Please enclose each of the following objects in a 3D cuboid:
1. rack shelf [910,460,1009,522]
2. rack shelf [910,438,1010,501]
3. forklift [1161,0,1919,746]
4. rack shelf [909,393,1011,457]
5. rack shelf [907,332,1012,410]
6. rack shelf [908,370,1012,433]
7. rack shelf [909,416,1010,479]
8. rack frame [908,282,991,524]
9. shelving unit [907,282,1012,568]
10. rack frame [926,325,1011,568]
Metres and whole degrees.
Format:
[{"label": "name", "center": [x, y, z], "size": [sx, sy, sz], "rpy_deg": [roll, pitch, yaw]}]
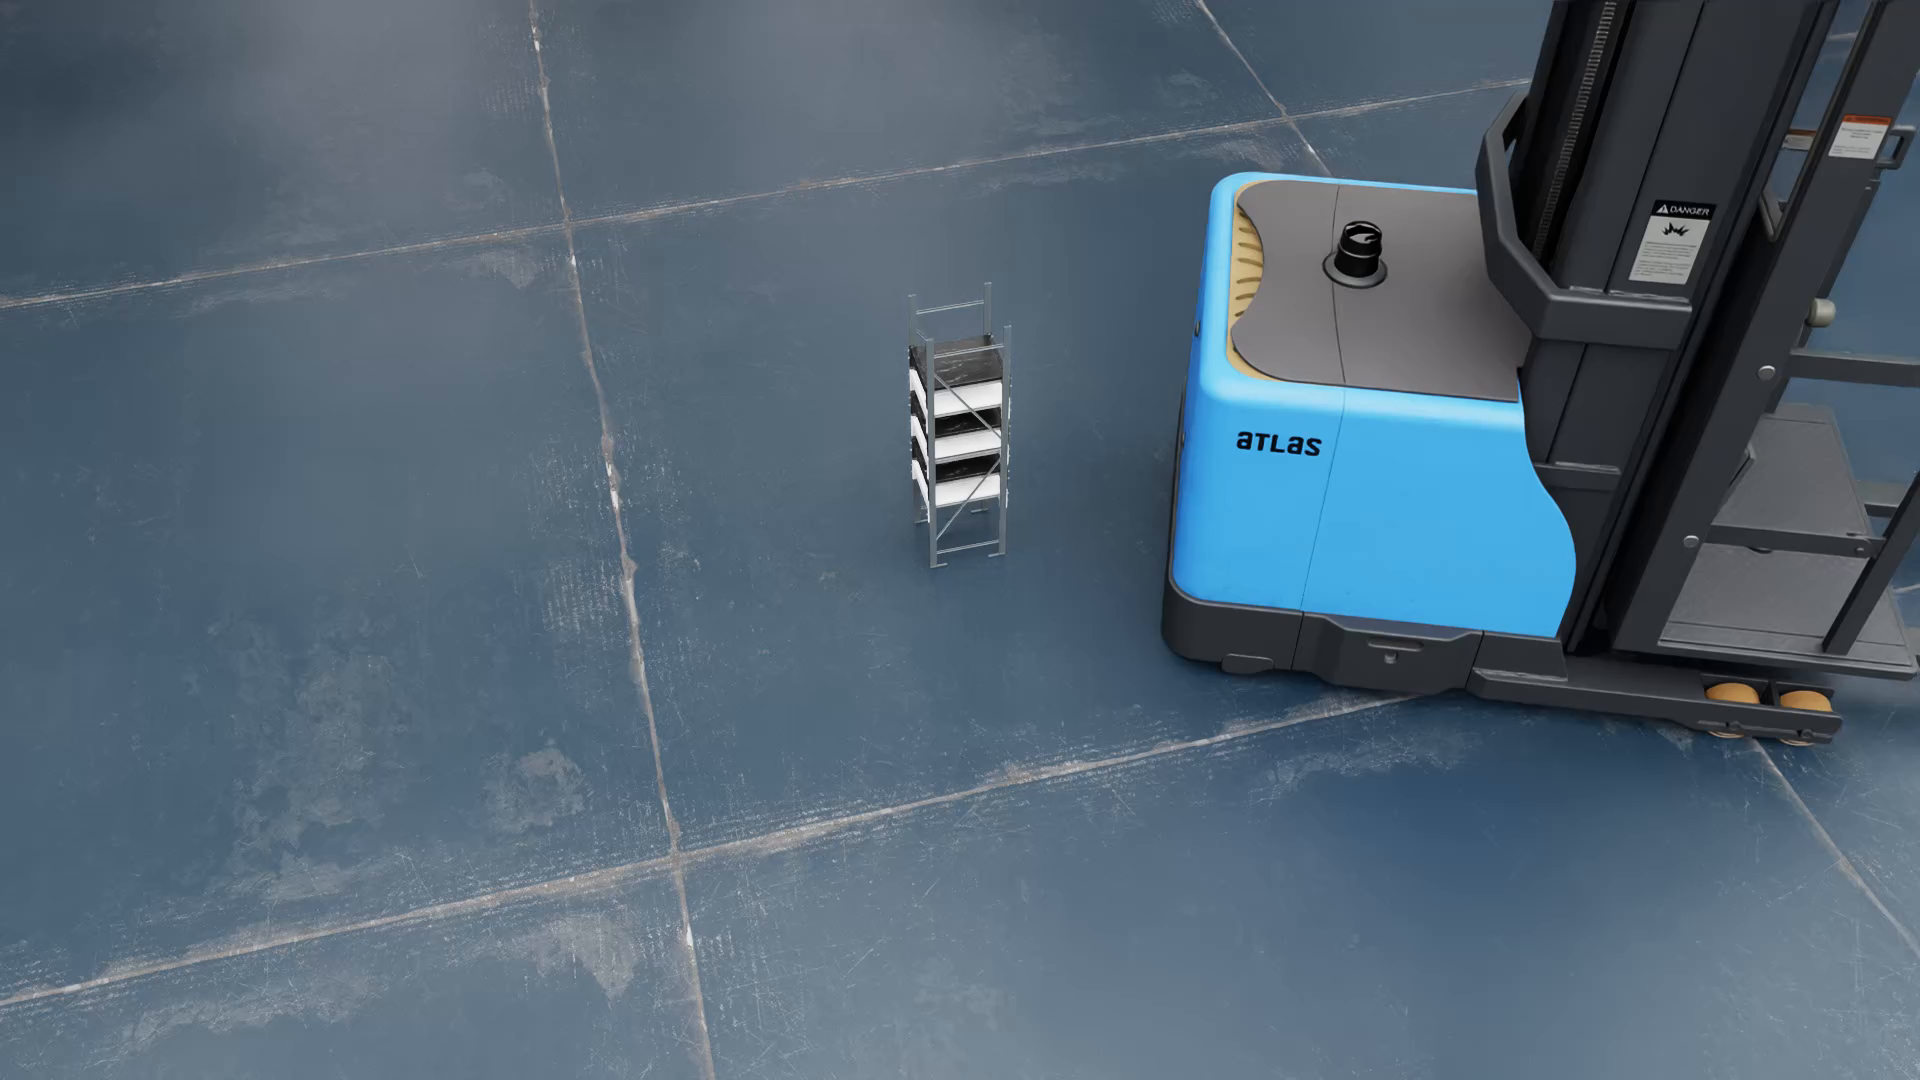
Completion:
[{"label": "rack shelf", "center": [-0.002, -0.171, 5.086], "size": [0.258, 0.077, 0.200], "rpy_deg": [-11, 47, -10]}, {"label": "rack shelf", "center": [-0.002, -0.234, 5.022], "size": [0.258, 0.077, 0.200], "rpy_deg": [-11, 47, -10]}, {"label": "forklift", "center": [2.151, -0.855, 4.036], "size": [3.031, 2.935, 1.130], "rpy_deg": [6, 46, 6]}, {"label": "rack shelf", "center": [-0.002, -0.360, 4.894], "size": [0.258, 0.077, 0.200], "rpy_deg": [-11, 47, -10]}, {"label": "rack shelf", "center": [-0.002, -0.486, 4.765], "size": [0.258, 0.077, 0.200], "rpy_deg": [-11, 47, -10]}, {"label": "rack shelf", "center": [-0.002, -0.423, 4.829], "size": [0.258, 0.077, 0.200], "rpy_deg": [-11, 47, -10]}, {"label": "rack shelf", "center": [-0.002, -0.297, 4.958], "size": [0.258, 0.077, 0.200], "rpy_deg": [-11, 47, -10]}, {"label": "rack frame", "center": [-0.028, -0.391, 5.003], "size": [0.240, 0.900, 0.006], "rpy_deg": [-11, 47, -10]}, {"label": "shelving unit", "center": [-0.002, -0.321, 4.934], "size": [0.258, 0.900, 0.210], "rpy_deg": [-11, 47, -10]}, {"label": "rack frame", "center": [0.024, -0.250, 4.865], "size": [0.240, 0.900, 0.006], "rpy_deg": [-11, 47, -10]}]
